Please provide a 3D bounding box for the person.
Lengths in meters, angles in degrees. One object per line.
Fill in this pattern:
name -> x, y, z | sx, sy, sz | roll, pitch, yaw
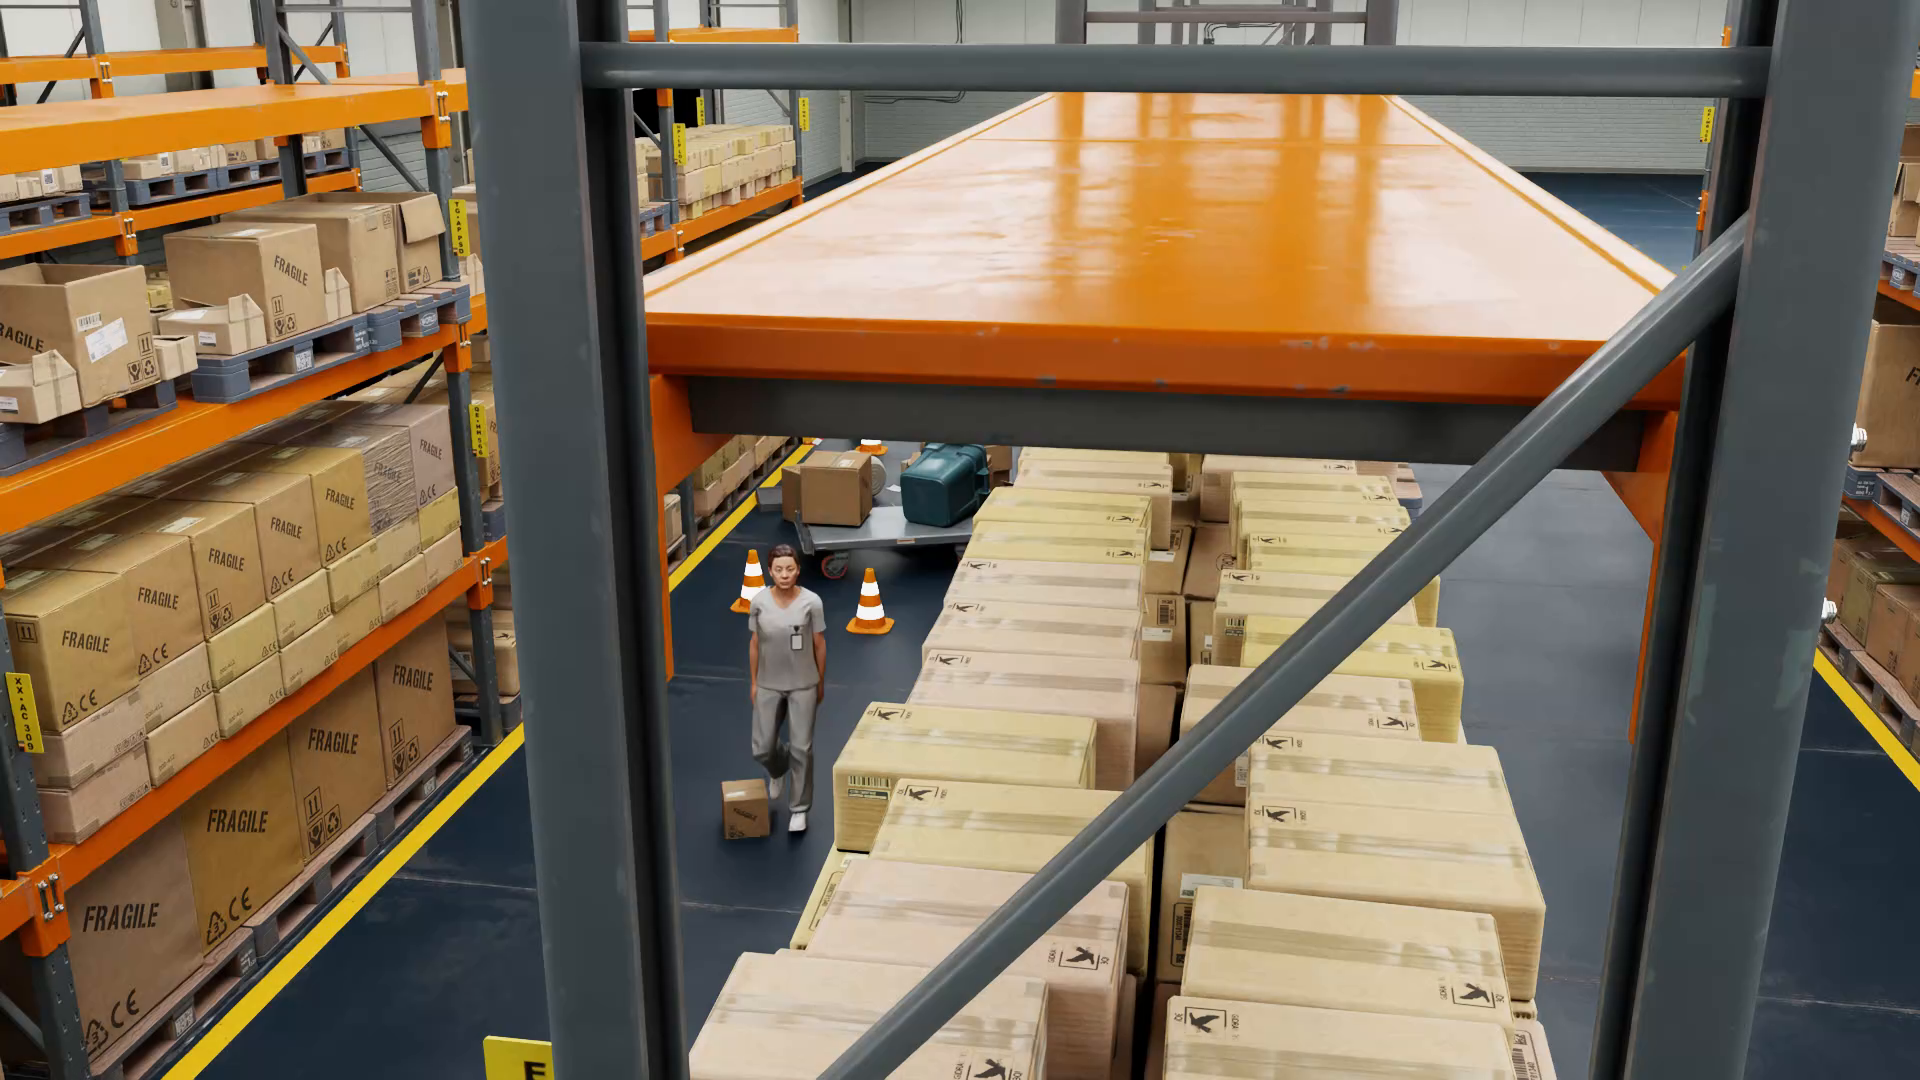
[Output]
person -> -0.974, 0.814, 9.466 | 0.440, 1.660, 0.526 | 0, 18, 1
